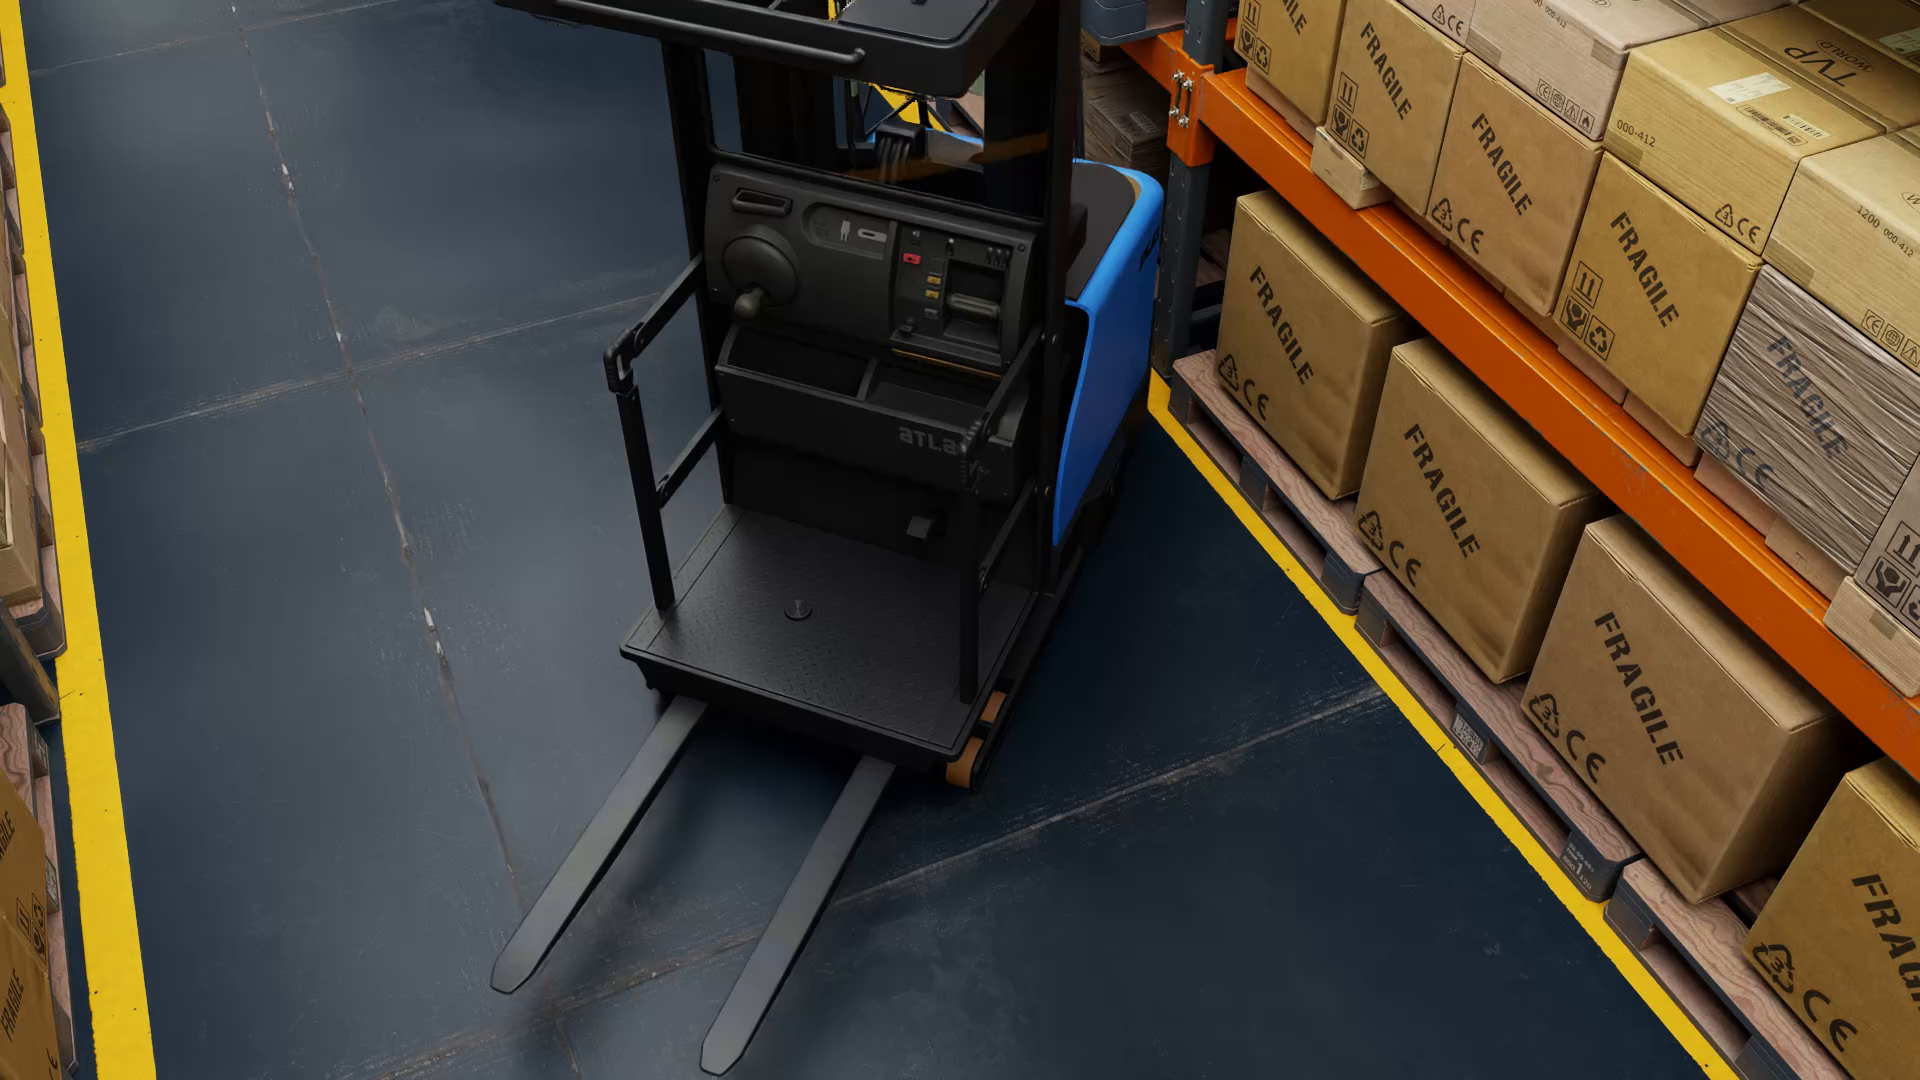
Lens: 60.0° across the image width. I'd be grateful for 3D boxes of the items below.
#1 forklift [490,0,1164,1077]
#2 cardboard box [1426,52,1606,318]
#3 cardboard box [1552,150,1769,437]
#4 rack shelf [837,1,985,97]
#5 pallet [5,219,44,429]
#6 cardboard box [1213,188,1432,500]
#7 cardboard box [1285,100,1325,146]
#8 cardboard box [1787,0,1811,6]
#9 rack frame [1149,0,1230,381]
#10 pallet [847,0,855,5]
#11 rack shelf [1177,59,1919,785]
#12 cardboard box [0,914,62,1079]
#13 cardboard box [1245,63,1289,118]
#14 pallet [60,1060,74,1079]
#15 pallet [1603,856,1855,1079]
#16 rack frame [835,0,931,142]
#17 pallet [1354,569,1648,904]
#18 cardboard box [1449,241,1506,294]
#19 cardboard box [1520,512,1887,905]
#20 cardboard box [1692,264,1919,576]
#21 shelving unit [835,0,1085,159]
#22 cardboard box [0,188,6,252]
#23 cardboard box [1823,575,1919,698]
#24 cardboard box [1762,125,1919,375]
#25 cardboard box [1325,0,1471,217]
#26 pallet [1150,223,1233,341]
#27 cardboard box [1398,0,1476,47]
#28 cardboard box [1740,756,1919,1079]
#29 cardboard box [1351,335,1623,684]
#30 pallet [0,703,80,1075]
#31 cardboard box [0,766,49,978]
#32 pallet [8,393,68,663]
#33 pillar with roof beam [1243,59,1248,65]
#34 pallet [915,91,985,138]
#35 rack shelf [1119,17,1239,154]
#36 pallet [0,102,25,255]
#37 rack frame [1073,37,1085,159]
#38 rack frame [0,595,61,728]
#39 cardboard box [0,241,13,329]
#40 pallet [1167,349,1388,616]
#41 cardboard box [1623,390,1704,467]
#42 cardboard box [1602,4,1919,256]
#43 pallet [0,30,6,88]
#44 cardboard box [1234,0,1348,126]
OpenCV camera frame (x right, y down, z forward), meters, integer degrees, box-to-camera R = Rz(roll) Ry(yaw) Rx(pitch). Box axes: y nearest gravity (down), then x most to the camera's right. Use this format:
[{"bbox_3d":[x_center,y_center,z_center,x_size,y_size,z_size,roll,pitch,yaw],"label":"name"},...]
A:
[{"bbox_3d":[-0.336,-0.614,4.331,1.129,2.867,3.031,16,47,15],"label":"forklift"},{"bbox_3d":[1.605,-0.973,4.303,0.500,0.500,0.500,-18,47,-18],"label":"cardboard box"},{"bbox_3d":[1.831,-0.644,3.969,0.500,0.500,0.500,-17,47,-16],"label":"cardboard box"},{"bbox_3d":[-0.001,-1.721,5.826,0.720,0.370,0.431,27,55,28],"label":"rack shelf"},{"bbox_3d":[-4.099,-0.717,6.327,1.003,0.211,1.213,-18,47,-17],"label":"pallet"},{"bbox_3d":[1.404,-0.740,5.595,0.750,0.750,0.750,-19,48,-18],"label":"cardboard box"},{"bbox_3d":[1.240,-1.339,5.136,0.380,0.149,0.250,-17,47,-17],"label":"cardboard box"},{"bbox_3d":[2.067,-1.407,4.209,0.500,0.250,0.500,-19,48,-18],"label":"cardboard box"},{"bbox_3d":[1.213,-1.863,5.502,1.000,3.000,0.127,-18,47,-17],"label":"rack frame"},{"bbox_3d":[-0.140,-2.923,8.562,1.003,0.211,1.213,-18,47,-17],"label":"pallet"},{"bbox_3d":[2.054,-0.332,4.463,1.077,0.370,4.000,-18,47,-17],"label":"rack shelf"},{"bbox_3d":[-2.456,1.192,3.872,0.500,0.500,0.500,-20,48,-19],"label":"cardboard box"},{"bbox_3d":[1.142,-1.502,5.301,0.380,0.149,0.250,-19,48,-18],"label":"cardboard box"},{"bbox_3d":[-2.491,1.859,3.716,1.003,0.211,1.213,-18,47,-17],"label":"pallet"},{"bbox_3d":[2.502,1.210,4.374,1.003,0.211,1.213,-18,47,-17],"label":"pallet"},{"bbox_3d":[-0.256,-1.601,6.280,0.023,1.500,0.400,27,55,28],"label":"rack frame"},{"bbox_3d":[1.986,0.431,5.163,1.003,0.211,1.213,-18,47,-17],"label":"pallet"},{"bbox_3d":[1.609,-0.858,4.648,0.380,0.149,0.250,-17,47,-17],"label":"cardboard box"},{"bbox_3d":[2.128,0.361,4.480,0.750,0.750,0.750,-17,47,-16],"label":"cardboard box"},{"bbox_3d":[2.046,-0.327,3.648,0.500,0.500,0.500,-18,47,-17],"label":"cardboard box"},{"bbox_3d":[0.034,-1.456,6.110,0.755,1.500,0.431,27,55,28],"label":"shelving unit"},{"bbox_3d":[-4.097,-1.290,6.580,0.500,0.250,0.500,-17,47,-17],"label":"cardboard box"},{"bbox_3d":[2.136,0.154,3.623,0.380,0.149,0.250,-18,47,-17],"label":"cardboard box"},{"bbox_3d":[2.046,-0.605,3.396,0.500,0.250,0.500,-17,47,-17],"label":"cardboard box"},{"bbox_3d":[1.397,-1.290,4.624,0.500,0.500,0.500,-17,47,-16],"label":"cardboard box"},{"bbox_3d":[0.886,-1.368,6.987,1.003,0.211,1.213,-18,47,-17],"label":"pallet"},{"bbox_3d":[1.397,-1.570,4.375,0.500,0.250,0.500,-19,48,-18],"label":"cardboard box"},{"bbox_3d":[2.504,0.926,3.907,0.750,0.750,0.750,-18,47,-17],"label":"cardboard box"},{"bbox_3d":[1.766,-0.179,5.028,0.750,0.750,0.750,-18,47,-18],"label":"cardboard box"},{"bbox_3d":[-3.000,1.082,4.503,1.003,0.211,1.213,-18,47,-17],"label":"pallet"},{"bbox_3d":[-2.673,0.863,4.207,0.500,0.500,0.500,-16,47,-16],"label":"cardboard box"},{"bbox_3d":[-3.590,0.059,5.540,1.003,0.211,1.213,-18,47,-17],"label":"pallet"},{"bbox_3d":[-2.454,-3.811,3.205,9.100,9.000,0.400,-18,47,-17],"label":"pillar with roof beam"},{"bbox_3d":[0.377,-2.145,7.773,1.003,0.211,1.213,-18,47,-17],"label":"pallet"},{"bbox_3d":[0.372,-2.881,7.046,1.077,0.370,4.000,-18,47,-17],"label":"rack shelf"},{"bbox_3d":[-4.616,-1.496,7.116,1.003,0.211,1.213,-18,47,-17],"label":"pallet"},{"bbox_3d":[0.323,-1.310,5.940,0.023,1.500,0.400,27,55,28],"label":"rack frame"},{"bbox_3d":[-3.280,-0.397,4.017,1.000,3.000,0.127,-18,47,-17],"label":"rack frame"},{"bbox_3d":[-3.885,-0.965,6.251,0.500,0.250,0.500,-17,47,-17],"label":"cardboard box"},{"bbox_3d":[1.477,-0.345,5.950,1.003,0.211,1.213,-18,47,-17],"label":"pallet"},{"bbox_3d":[1.901,-0.358,4.142,0.380,0.149,0.250,-17,47,-16],"label":"cardboard box"},{"bbox_3d":[1.831,-0.929,3.725,0.500,0.250,0.500,-19,48,-18],"label":"cardboard box"},{"bbox_3d":[-5.258,-2.473,8.106,1.003,0.211,1.213,-18,47,-17],"label":"pallet"},{"bbox_3d":[1.185,-1.626,4.965,0.500,0.500,0.500,-17,47,-16],"label":"cardboard box"}]
